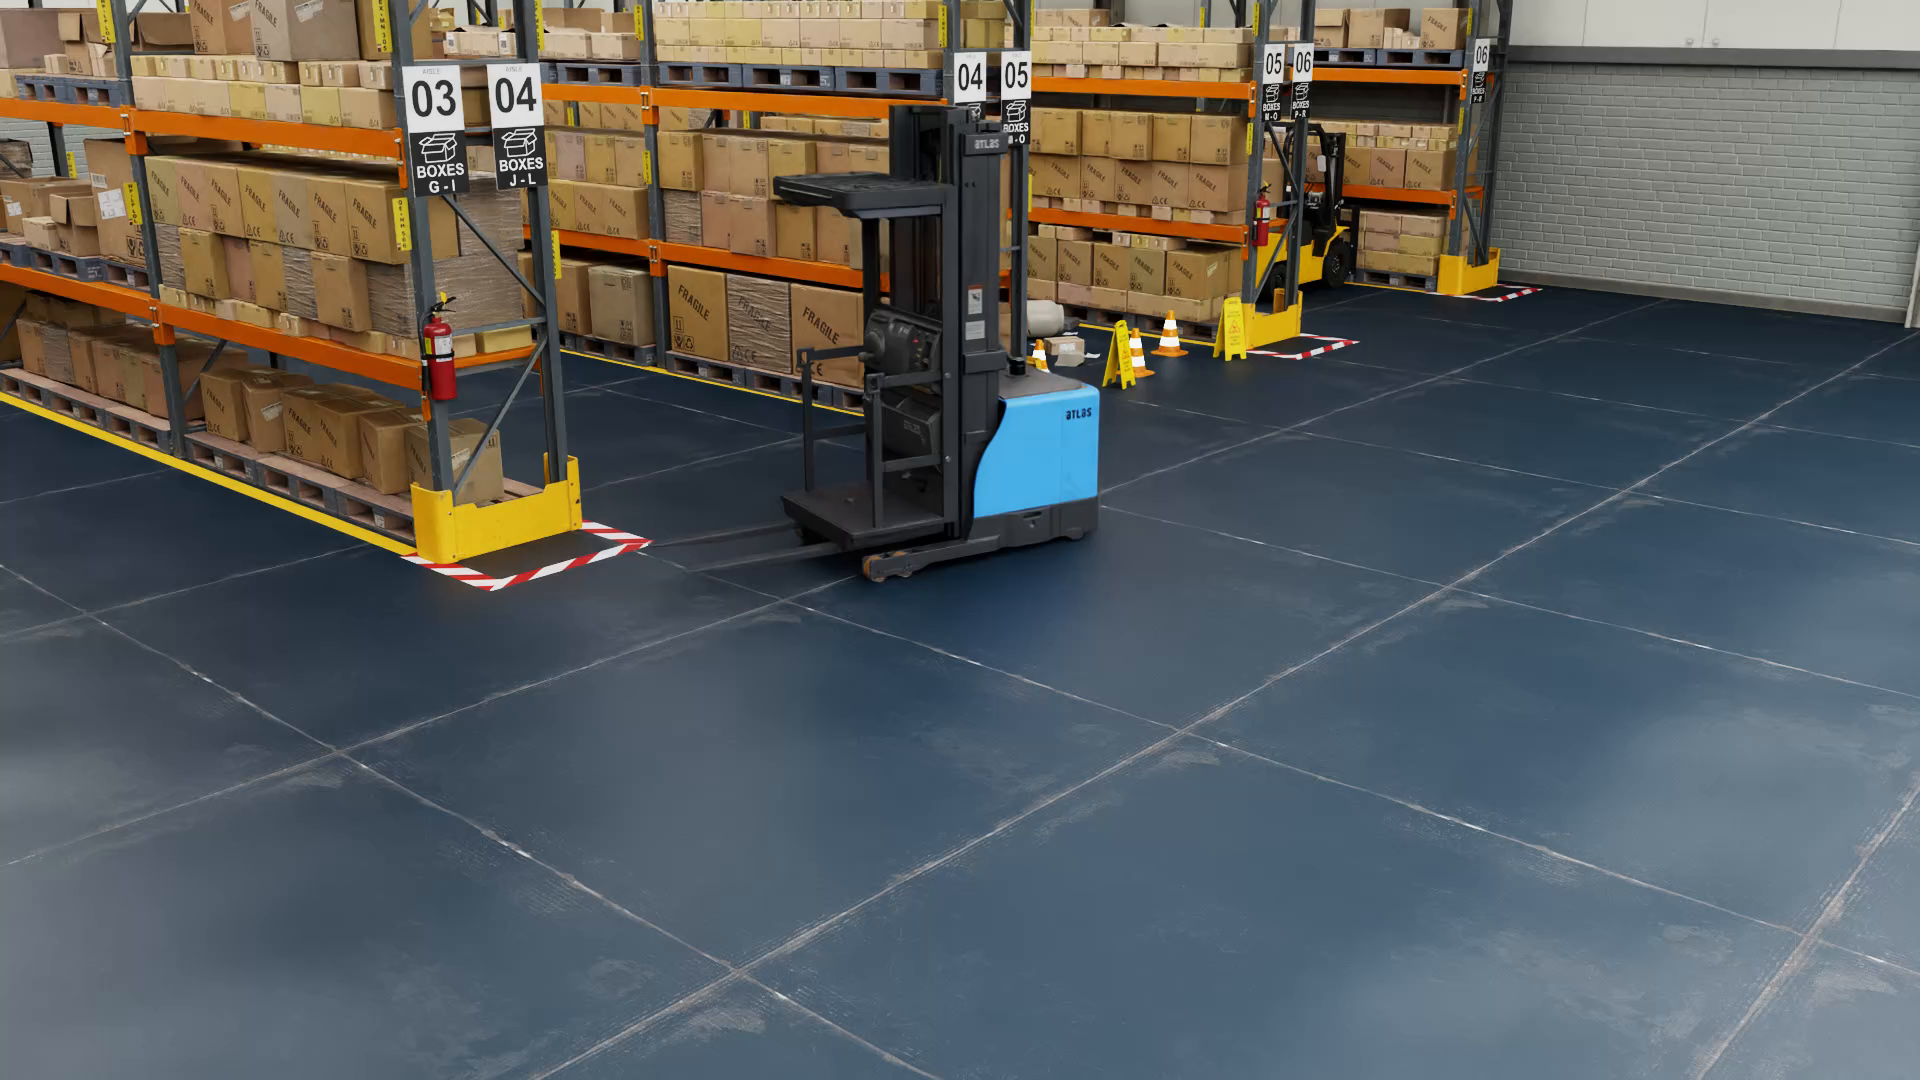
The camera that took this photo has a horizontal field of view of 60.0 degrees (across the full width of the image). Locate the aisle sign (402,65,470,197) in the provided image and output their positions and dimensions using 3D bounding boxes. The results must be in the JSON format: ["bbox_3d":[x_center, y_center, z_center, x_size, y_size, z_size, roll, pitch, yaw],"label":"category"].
[{"bbox_3d":[-3.288,-2.570,10.452,0.004,0.787,0.394,15,23,39],"label":"aisle sign"}]

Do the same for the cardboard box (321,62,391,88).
[{"bbox_3d":[-3.944,-3.053,10.903,0.250,0.149,0.380,14,22,37],"label":"cardboard box"}]

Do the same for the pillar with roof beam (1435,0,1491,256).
[{"bbox_3d":[3.954,-7.006,18.810,0.400,9.000,9.100,15,23,39],"label":"pillar with roof beam"}]

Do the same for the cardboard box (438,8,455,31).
[{"bbox_3d":[-6.256,-6.208,19.825,0.258,0.266,0.396,15,23,39],"label":"cardboard box"}]

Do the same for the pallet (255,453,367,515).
[{"bbox_3d":[-4.685,-0.513,12.879,1.213,0.211,1.003,15,23,39],"label":"pallet"}]

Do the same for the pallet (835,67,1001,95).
[{"bbox_3d":[-0.329,-4.047,14.592,1.213,0.211,1.003,15,23,39],"label":"pallet"}]

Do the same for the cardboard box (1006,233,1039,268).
[{"bbox_3d":[0.713,-3.523,20.367,0.500,0.500,0.500,16,24,42],"label":"cardboard box"}]

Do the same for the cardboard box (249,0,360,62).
[{"bbox_3d":[-4.463,-3.522,11.309,0.500,0.500,0.500,15,23,39],"label":"cardboard box"}]

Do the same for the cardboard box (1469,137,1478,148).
[{"bbox_3d":[6.653,-5.260,21.990,0.250,0.149,0.380,14,23,38],"label":"cardboard box"}]

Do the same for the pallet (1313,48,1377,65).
[{"bbox_3d":[5.306,-6.557,22.501,1.213,0.211,1.003,15,23,39],"label":"pallet"}]

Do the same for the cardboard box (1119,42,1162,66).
[{"bbox_3d":[2.114,-5.399,18.462,0.500,0.250,0.500,16,24,41],"label":"cardboard box"}]

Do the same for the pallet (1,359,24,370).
[{"bbox_3d":[-9.659,-1.863,17.134,1.213,0.211,1.003,15,23,39],"label":"pallet"}]

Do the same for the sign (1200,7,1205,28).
[{"bbox_3d":[3.390,-7.281,23.262,0.005,0.325,0.100,15,23,39],"label":"sign"}]

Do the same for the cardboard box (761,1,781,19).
[{"bbox_3d":[-1.575,-4.798,15.051,0.250,0.149,0.380,15,23,39],"label":"cardboard box"}]

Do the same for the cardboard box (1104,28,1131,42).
[{"bbox_3d":[1.824,-5.644,18.576,0.250,0.149,0.380,16,23,41],"label":"cardboard box"}]

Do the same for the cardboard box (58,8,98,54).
[{"bbox_3d":[-7.845,-4.490,14.851,0.500,0.500,0.500,16,23,40],"label":"cardboard box"}]

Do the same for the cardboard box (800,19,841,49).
[{"bbox_3d":[-1.068,-4.497,14.761,0.500,0.250,0.500,15,23,39],"label":"cardboard box"}]

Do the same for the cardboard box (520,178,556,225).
[{"bbox_3d":[-4.464,-3.712,18.184,0.500,0.500,0.500,15,23,39],"label":"cardboard box"}]

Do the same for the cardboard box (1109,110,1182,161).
[{"bbox_3d":[2.092,-4.554,18.694,0.500,0.500,0.700,15,23,39],"label":"cardboard box"}]

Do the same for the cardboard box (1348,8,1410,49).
[{"bbox_3d":[5.542,-6.764,21.982,0.500,0.500,0.700,15,23,40],"label":"cardboard box"}]

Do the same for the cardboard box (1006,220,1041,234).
[{"bbox_3d":[0.766,-3.794,20.147,0.250,0.149,0.380,15,23,40],"label":"cardboard box"}]

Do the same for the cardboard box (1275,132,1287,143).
[{"bbox_3d":[4.545,-5.596,23.048,0.250,0.149,0.380,15,23,39],"label":"cardboard box"}]

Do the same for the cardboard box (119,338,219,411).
[{"bbox_3d":[-6.916,-1.460,14.659,0.500,0.500,0.700,15,23,39],"label":"cardboard box"}]

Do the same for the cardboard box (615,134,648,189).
[{"bbox_3d":[-3.135,-3.938,17.244,0.500,0.500,0.700,15,23,38],"label":"cardboard box"}]

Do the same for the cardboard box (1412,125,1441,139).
[{"bbox_3d":[6.122,-5.342,21.756,0.250,0.149,0.380,15,23,39],"label":"cardboard box"}]

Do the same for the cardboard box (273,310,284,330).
[{"bbox_3d":[-4.818,-1.645,12.251,0.250,0.149,0.380,15,23,39],"label":"cardboard box"}]

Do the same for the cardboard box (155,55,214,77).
[{"bbox_3d":[-5.844,-3.589,12.592,0.250,0.149,0.380,14,22,37],"label":"cardboard box"}]

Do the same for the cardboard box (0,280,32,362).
[{"bbox_3d":[-9.621,-2.348,16.869,0.875,0.875,1.225,14,22,37],"label":"cardboard box"}]

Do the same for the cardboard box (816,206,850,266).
[{"bbox_3d":[-0.837,-2.895,15.526,0.550,0.550,0.875,15,23,39],"label":"cardboard box"}]

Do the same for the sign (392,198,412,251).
[{"bbox_3d":[-3.519,-1.992,10.492,0.005,0.325,0.100,15,23,39],"label":"sign"}]

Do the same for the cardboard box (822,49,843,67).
[{"bbox_3d":[-1.003,-4.265,14.689,0.250,0.149,0.380,15,23,38],"label":"cardboard box"}]

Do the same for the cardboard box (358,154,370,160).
[{"bbox_3d":[-7.006,-4.634,19.992,0.250,0.149,0.380,16,24,41],"label":"cardboard box"}]

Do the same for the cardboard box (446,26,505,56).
[{"bbox_3d":[-5.356,-5.559,18.498,0.500,0.311,0.500,15,23,39],"label":"cardboard box"}]

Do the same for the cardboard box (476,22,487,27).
[{"bbox_3d":[-7.438,-8.189,26.784,0.500,0.311,0.500,16,23,40],"label":"cardboard box"}]

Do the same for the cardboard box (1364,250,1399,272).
[{"bbox_3d":[5.808,-3.791,22.450,0.500,0.250,0.500,15,23,39],"label":"cardboard box"}]

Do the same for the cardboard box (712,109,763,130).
[{"bbox_3d":[-3.101,-5.828,23.199,0.500,0.500,0.500,14,23,38],"label":"cardboard box"}]

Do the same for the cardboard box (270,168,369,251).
[{"bbox_3d":[-4.461,-2.331,11.689,0.500,0.500,0.500,15,23,39],"label":"cardboard box"}]

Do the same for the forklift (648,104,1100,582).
[{"bbox_3d":[-0.557,-1.308,10.888,3.031,2.935,1.130,-10,20,-29],"label":"forklift"}]

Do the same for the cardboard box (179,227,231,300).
[{"bbox_3d":[-5.481,-2.191,12.898,0.500,0.500,0.875,15,23,39],"label":"cardboard box"}]

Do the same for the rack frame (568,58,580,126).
[{"bbox_3d":[-5.533,-6.062,25.755,0.127,3.000,1.000,15,23,39],"label":"rack frame"}]

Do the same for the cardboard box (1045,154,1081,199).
[{"bbox_3d":[1.353,-4.295,19.528,0.500,0.500,0.500,15,23,39],"label":"cardboard box"}]

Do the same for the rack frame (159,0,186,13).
[{"bbox_3d":[-11.735,-8.585,23.785,0.127,3.000,1.000,15,23,39],"label":"rack frame"}]

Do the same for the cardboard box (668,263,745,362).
[{"bbox_3d":[-2.335,-2.361,16.911,0.875,0.875,0.875,15,23,40],"label":"cardboard box"}]

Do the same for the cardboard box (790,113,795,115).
[{"bbox_3d":[-3.178,-7.973,30.292,0.500,0.500,0.500,14,23,38],"label":"cardboard box"}]

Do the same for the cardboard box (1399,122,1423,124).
[{"bbox_3d":[6.070,-5.554,22.424,0.250,0.149,0.380,15,23,40],"label":"cardboard box"}]

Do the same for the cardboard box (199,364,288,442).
[{"bbox_3d":[-5.855,-1.133,13.662,0.500,0.500,0.500,14,22,38],"label":"cardboard box"}]

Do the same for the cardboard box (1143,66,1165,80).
[{"bbox_3d":[2.243,-5.180,18.432,0.250,0.149,0.380,15,23,39],"label":"cardboard box"}]

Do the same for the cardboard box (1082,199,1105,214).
[{"bbox_3d":[1.631,-3.897,19.348,0.250,0.149,0.380,15,23,39],"label":"cardboard box"}]

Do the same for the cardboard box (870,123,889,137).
[{"bbox_3d":[-0.801,-5.091,21.342,0.500,0.500,0.500,16,24,41],"label":"cardboard box"}]

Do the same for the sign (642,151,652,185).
[{"bbox_3d":[-3.112,-3.705,16.545,0.005,0.325,0.100,15,23,39],"label":"sign"}]
